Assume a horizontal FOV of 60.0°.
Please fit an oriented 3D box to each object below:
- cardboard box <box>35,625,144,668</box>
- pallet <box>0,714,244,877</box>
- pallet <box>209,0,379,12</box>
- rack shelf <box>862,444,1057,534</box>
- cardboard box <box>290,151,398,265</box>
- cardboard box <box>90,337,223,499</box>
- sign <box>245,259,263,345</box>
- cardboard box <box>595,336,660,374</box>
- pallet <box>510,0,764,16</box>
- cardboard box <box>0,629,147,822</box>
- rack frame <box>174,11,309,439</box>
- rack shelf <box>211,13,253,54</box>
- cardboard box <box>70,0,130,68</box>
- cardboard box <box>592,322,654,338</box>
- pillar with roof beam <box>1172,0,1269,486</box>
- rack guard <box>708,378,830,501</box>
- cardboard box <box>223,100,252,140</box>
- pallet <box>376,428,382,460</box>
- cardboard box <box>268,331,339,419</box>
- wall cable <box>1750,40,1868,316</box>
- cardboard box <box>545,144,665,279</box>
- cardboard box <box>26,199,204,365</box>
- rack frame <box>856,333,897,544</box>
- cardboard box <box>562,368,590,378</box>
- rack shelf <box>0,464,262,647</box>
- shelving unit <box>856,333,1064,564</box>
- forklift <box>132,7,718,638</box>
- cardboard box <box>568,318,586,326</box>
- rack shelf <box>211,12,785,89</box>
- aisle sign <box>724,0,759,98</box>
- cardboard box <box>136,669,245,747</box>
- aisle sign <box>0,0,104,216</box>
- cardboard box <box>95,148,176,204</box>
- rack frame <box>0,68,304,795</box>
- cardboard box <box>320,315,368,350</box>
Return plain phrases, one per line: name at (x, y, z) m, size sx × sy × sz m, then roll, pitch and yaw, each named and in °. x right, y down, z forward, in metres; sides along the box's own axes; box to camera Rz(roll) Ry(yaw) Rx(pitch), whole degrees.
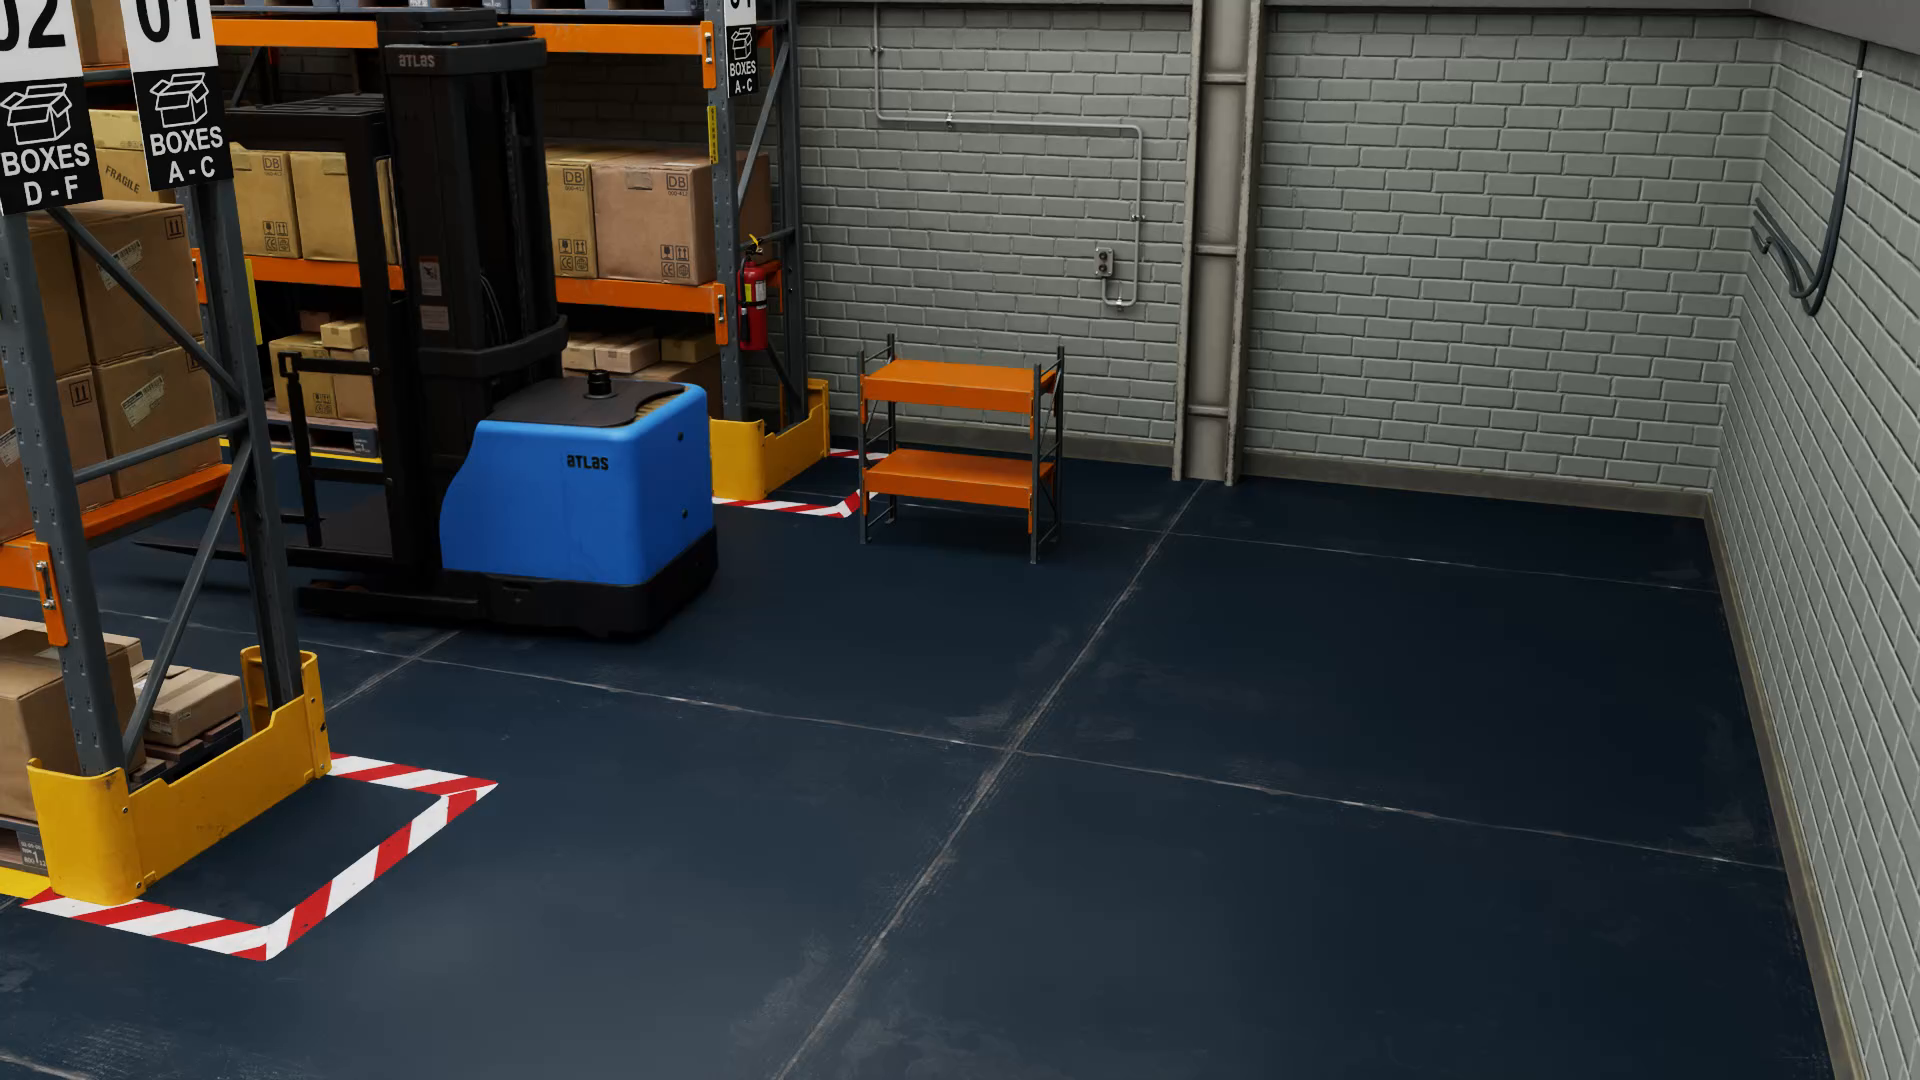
cardboard box at (-3.751, 0.580, 6.866) m, size 0.500 × 0.250 × 0.500 m, roll 7°, pitch 20°, yaw 18°
pallet at (-3.683, 0.913, 6.638) m, size 1.213 × 0.211 × 1.003 m, roll 7°, pitch 20°, yaw 18°
pallet at (-4.245, -3.566, 10.826) m, size 1.213 × 0.211 × 1.003 m, roll 7°, pitch 20°, yaw 18°
rack shelf at (0.006, -0.300, 9.469) m, size 1.000 × 0.278 × 0.538 m, roll 7°, pitch 20°, yaw 18°
cardboard box at (-3.820, -2.280, 11.105) m, size 0.700 × 0.700 × 0.980 m, roll 6°, pitch 20°, yaw 17°
cardboard box at (-3.191, -0.487, 6.265) m, size 0.500 × 0.500 × 0.500 m, roll 7°, pitch 20°, yaw 19°
sign at (-2.680, -0.888, 6.250) m, size 0.005 × 0.325 × 0.100 m, roll 7°, pitch 20°, yaw 18°
cardboard box at (-2.111, -1.177, 10.569) m, size 0.250 × 0.149 × 0.380 m, roll 6°, pitch 20°, yaw 17°
pallet at (-1.940, -3.302, 10.070) m, size 1.213 × 0.211 × 1.003 m, roll 7°, pitch 20°, yaw 18°
cardboard box at (-3.452, 0.680, 6.197) m, size 0.500 × 0.500 × 0.500 m, roll 7°, pitch 20°, yaw 18°
rack frame at (-5.014, -2.283, 11.568) m, size 0.127 × 3.000 × 1.000 m, roll 7°, pitch 20°, yaw 18°
rack shelf at (-6.904, -3.576, 11.813) m, size 4.000 × 0.370 × 1.077 m, roll 7°, pitch 20°, yaw 18°
cardboard box at (-3.260, -1.790, 5.826) m, size 0.500 × 0.250 × 0.500 m, roll 7°, pitch 20°, yaw 18°
cardboard box at (-2.225, -1.323, 10.988) m, size 0.250 × 0.149 × 0.380 m, roll 7°, pitch 20°, yaw 18°
pillar with roof beam at (0.186, -3.322, 5.436) m, size 0.400 × 9.000 × 9.100 m, roll 7°, pitch 20°, yaw 18°
rack guard at (-1.213, -0.668, 10.733) m, size 0.348 × 0.500 × 1.175 m, roll 7°, pitch 20°, yaw 18°
cardboard box at (-5.363, -2.965, 11.751) m, size 0.500 × 0.250 × 0.500 m, roll 7°, pitch 20°, yaw 20°
pallet at (-3.165, -0.728, 11.345) m, size 1.213 × 0.211 × 1.003 m, roll 7°, pitch 20°, yaw 18°
cardboard box at (-4.342, -1.188, 11.587) m, size 0.500 × 0.500 × 0.700 m, roll 7°, pitch 20°, yaw 19°
wall cable at (3.990, -2.495, 7.781) m, size 0.112 × 2.526 × 3.097 m, roll 7°, pitch 20°, yaw 18°
cardboard box at (-2.412, -2.120, 10.644) m, size 0.700 × 0.700 × 0.980 m, roll 6°, pitch 20°, yaw 18°
cardboard box at (-3.191, -0.959, 6.101) m, size 0.500 × 0.500 × 0.500 m, roll 7°, pitch 20°, yaw 20°
rack frame at (-0.474, -0.585, 9.547) m, size 0.032 × 1.125 × 0.500 m, roll 7°, pitch 20°, yaw 18°
cardboard box at (-2.403, -0.967, 10.954) m, size 0.500 × 0.500 × 0.700 m, roll 6°, pitch 20°, yaw 18°
rack shelf at (-4.747, -0.187, 6.647) m, size 4.000 × 0.370 × 1.077 m, roll 7°, pitch 20°, yaw 18°
shelving unit at (0.006, -0.530, 9.389) m, size 1.048 × 1.125 × 0.538 m, roll 7°, pitch 20°, yaw 18°
forklift at (-2.873, -1.148, 8.418) m, size 3.031 × 2.935 × 1.130 m, roll 5°, pitch 20°, yaw 13°
cardboard box at (-2.702, -1.377, 11.144) m, size 0.250 × 0.149 × 0.380 m, roll 7°, pitch 20°, yaw 19°
rack shelf at (-3.125, -3.144, 10.573) m, size 4.000 × 0.370 × 1.077 m, roll 7°, pitch 20°, yaw 18°
aisle sign at (-1.266, -2.977, 9.611) m, size 0.004 × 0.787 × 0.394 m, roll 7°, pitch 20°, yaw 18°
cardboard box at (-3.141, 0.676, 6.742) m, size 0.250 × 0.149 × 0.380 m, roll 7°, pitch 20°, yaw 18°
aisle sign at (-2.894, -1.435, 5.187) m, size 0.004 × 0.787 × 0.394 m, roll 7°, pitch 20°, yaw 18°
cardboard box at (-5.533, -2.451, 11.418) m, size 0.500 × 0.500 × 0.500 m, roll 6°, pitch 20°, yaw 17°
rack frame at (-2.858, -0.310, 5.909) m, size 0.127 × 3.000 × 1.000 m, roll 7°, pitch 20°, yaw 18°
cardboard box at (-4.078, -1.401, 11.212) m, size 0.250 × 0.149 × 0.380 m, roll 7°, pitch 20°, yaw 20°
